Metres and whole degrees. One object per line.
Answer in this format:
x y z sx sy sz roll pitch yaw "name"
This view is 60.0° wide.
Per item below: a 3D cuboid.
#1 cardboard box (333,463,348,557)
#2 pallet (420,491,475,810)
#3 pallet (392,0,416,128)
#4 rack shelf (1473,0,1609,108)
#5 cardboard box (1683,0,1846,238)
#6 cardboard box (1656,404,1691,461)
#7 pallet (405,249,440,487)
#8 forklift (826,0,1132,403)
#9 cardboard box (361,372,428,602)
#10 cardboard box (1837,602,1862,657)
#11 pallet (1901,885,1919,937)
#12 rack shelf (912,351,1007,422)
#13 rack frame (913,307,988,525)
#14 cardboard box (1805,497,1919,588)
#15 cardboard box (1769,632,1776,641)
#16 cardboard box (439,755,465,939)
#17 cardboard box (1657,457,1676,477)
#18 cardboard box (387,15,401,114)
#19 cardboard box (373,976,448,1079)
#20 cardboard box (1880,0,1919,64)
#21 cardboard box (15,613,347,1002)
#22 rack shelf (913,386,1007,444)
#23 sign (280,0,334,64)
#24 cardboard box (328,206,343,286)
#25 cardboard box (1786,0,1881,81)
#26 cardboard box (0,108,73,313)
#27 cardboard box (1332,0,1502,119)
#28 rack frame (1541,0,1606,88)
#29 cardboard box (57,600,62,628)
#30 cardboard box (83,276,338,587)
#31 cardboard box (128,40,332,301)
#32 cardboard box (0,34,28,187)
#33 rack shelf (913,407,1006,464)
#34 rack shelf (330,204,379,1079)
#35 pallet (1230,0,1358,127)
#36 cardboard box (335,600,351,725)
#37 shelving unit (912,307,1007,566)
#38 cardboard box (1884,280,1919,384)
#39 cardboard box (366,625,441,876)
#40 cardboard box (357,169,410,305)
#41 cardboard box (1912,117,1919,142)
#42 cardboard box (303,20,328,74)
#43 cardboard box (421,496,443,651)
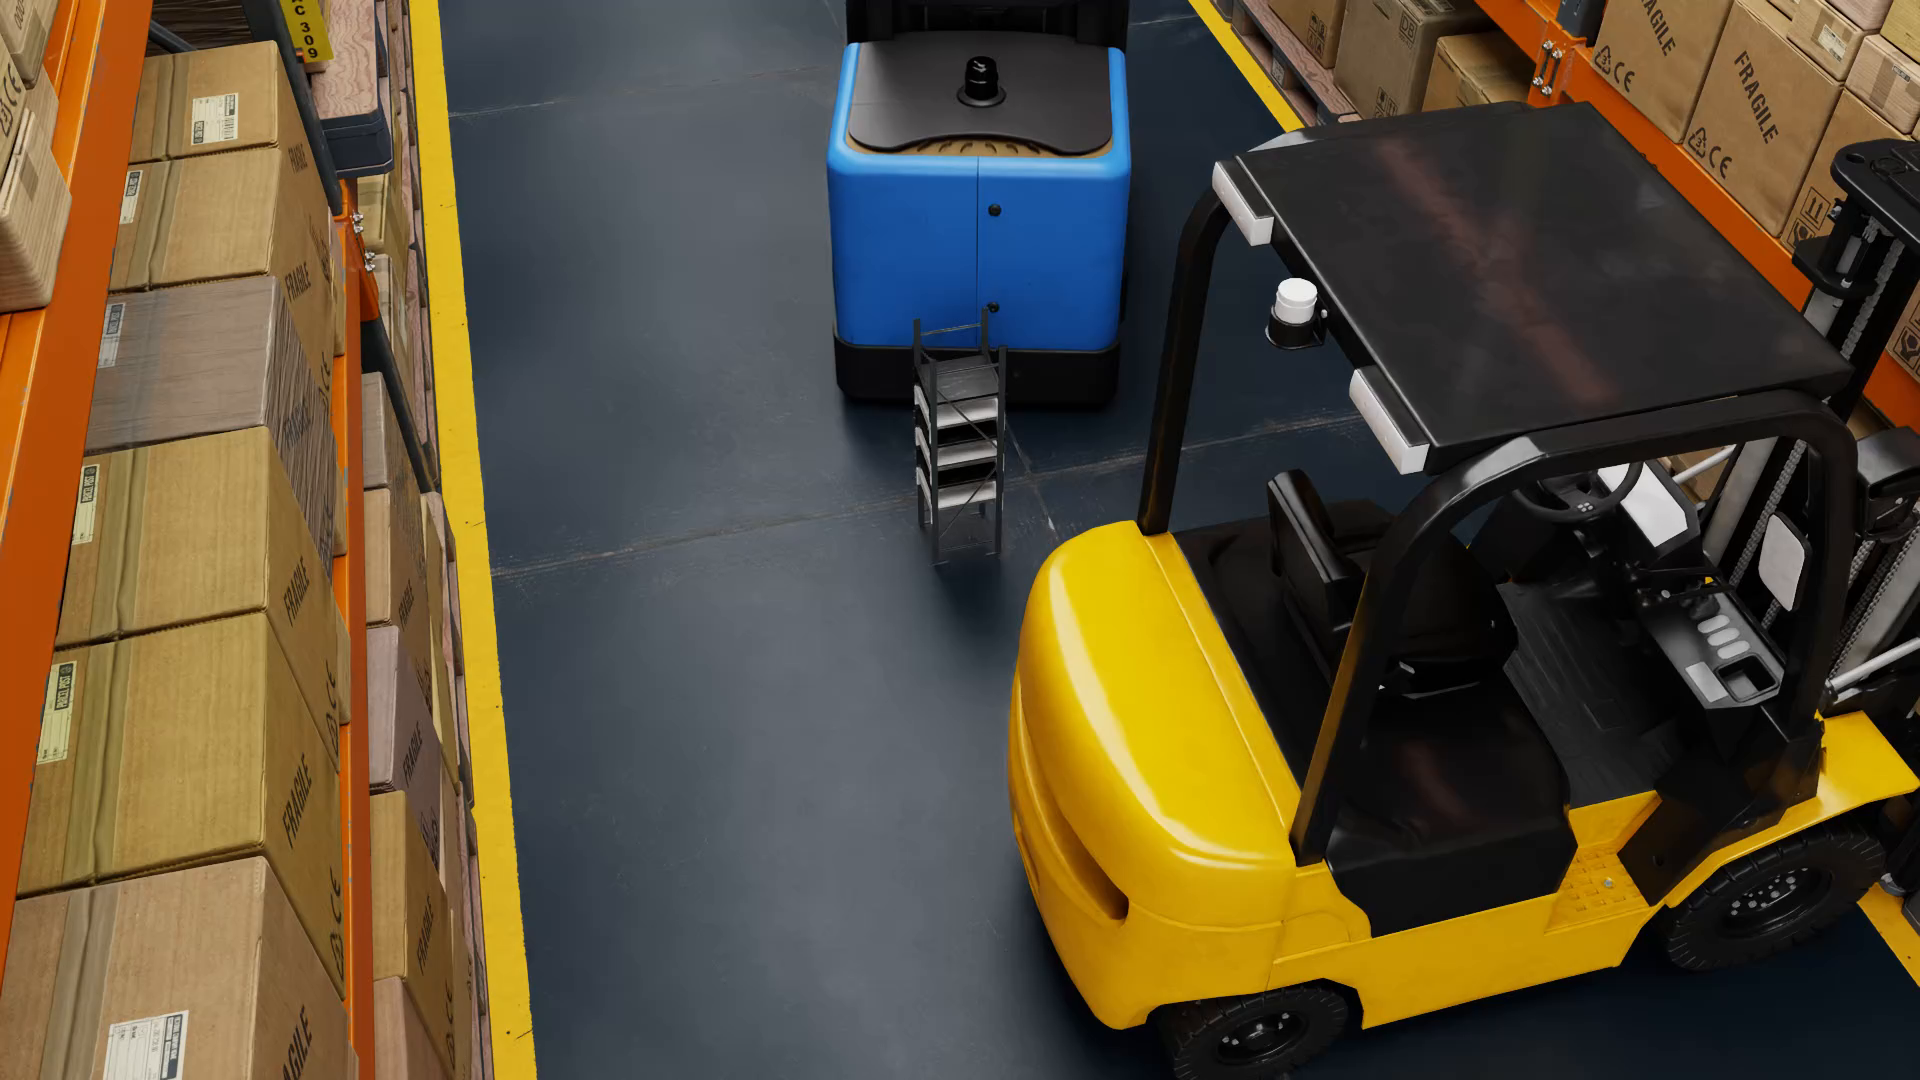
-1.649 -0.064 3.889 0.380 0.149 0.250 -11 47 -11 "cardboard box"
-2.083 0.414 5.197 1.003 0.211 1.213 -11 47 -10 "pallet"
-3.115 -2.265 7.822 1.003 0.211 1.213 -11 47 -10 "pallet"
1.996 -3.059 7.151 1.077 0.370 4.000 -11 47 -10 "rack shelf"
2.519 -1.254 4.809 0.500 0.500 0.500 -10 46 -10 "cardboard box"
2.465 -0.551 5.471 0.500 0.250 0.500 -11 47 -11 "cardboard box"
-2.490 -0.581 6.171 1.003 0.211 1.213 -11 47 -10 "pallet"
0.114 -2.572 6.218 1.130 2.935 3.031 2 46 1 "forklift"
-1.878 -0.107 4.861 0.500 0.500 0.500 -11 47 -11 "cardboard box"
2.710 0.147 4.787 0.500 0.250 0.500 -11 47 -10 "cardboard box"
3.296 1.288 4.340 1.003 0.211 1.213 -11 47 -10 "pallet"
-0.002 -0.486 5.265 0.258 0.077 0.200 -11 47 -10 "rack shelf"
-0.028 -0.391 5.503 0.240 0.900 0.006 -11 47 -10 "rack frame"
2.715 -0.013 4.593 0.500 0.250 0.500 -12 47 -11 "cardboard box"
2.714 0.334 4.953 0.500 0.250 0.500 -9 46 -9 "cardboard box"
-1.606 0.873 4.426 0.500 0.250 0.500 -10 46 -10 "cardboard box"
2.457 -0.372 5.645 0.500 0.250 0.500 -12 47 -11 "cardboard box"
-2.981 -2.108 7.262 0.950 0.372 0.625 -12 47 -11 "cardboard box"
-1.349 1.311 3.471 0.500 0.500 0.500 -12 47 -12 "cardboard box"
2.590 -1.312 4.203 0.380 0.149 0.250 -11 47 -11 "cardboard box"
-1.386 0.517 2.865 0.500 0.500 0.500 -12 47 -11 "cardboard box"
-0.002 -0.423 5.329 0.258 0.077 0.200 -11 47 -10 "rack shelf"
-1.767 -1.427 4.442 0.100 0.325 0.005 -11 47 -10 "sign"
-1.912 -0.765 4.576 0.380 0.149 0.250 -11 47 -11 "cardboard box"
2.488 -1.386 4.484 0.380 0.149 0.250 -10 46 -9 "cardboard box"
-1.371 -0.399 2.117 0.380 0.149 0.250 -10 46 -10 "cardboard box"
2.173 -2.141 7.116 0.875 0.625 0.625 -11 47 -11 "cardboard box"
2.508 -1.930 5.541 1.000 3.000 0.127 -11 47 -10 "rack frame"
-1.953 -0.113 2.783 0.700 0.500 0.500 -11 47 -11 "cardboard box"
-1.659 -0.186 3.553 0.500 0.500 0.500 -10 46 -9 "cardboard box"
-1.935 -0.897 4.251 0.500 0.500 0.500 -12 47 -11 "cardboard box"
-1.412 -0.457 1.894 0.500 0.250 0.500 -9 46 -9 "cardboard box"
-0.002 -0.360 5.394 0.258 0.077 0.200 -11 47 -10 "rack shelf"
-1.777 0.613 3.552 1.077 0.370 4.000 -11 47 -10 "rack shelf"
1.966 -2.299 7.855 1.003 0.211 1.213 -11 47 -10 "pallet"
-1.511 0.289 3.543 0.380 0.149 0.250 -10 46 -10 "cardboard box"
-0.002 -0.321 5.434 0.258 0.900 0.210 -11 47 -10 "shelving unit"
2.758 -0.553 4.122 0.500 0.500 0.500 -10 46 -10 "cardboard box"
-1.615 0.596 4.172 0.500 0.500 0.500 -8 46 -8 "cardboard box"
-2.613 -1.104 6.278 0.950 0.372 0.625 -8 46 -8 "cardboard box"
2.635 -1.034 4.139 0.380 0.149 0.250 -12 47 -12 "cardboard box"
-2.125 -1.518 5.019 0.380 0.149 0.250 -10 46 -10 "cardboard box"
-1.878 0.155 5.129 0.500 0.250 0.500 -9 46 -9 "cardboard box"
